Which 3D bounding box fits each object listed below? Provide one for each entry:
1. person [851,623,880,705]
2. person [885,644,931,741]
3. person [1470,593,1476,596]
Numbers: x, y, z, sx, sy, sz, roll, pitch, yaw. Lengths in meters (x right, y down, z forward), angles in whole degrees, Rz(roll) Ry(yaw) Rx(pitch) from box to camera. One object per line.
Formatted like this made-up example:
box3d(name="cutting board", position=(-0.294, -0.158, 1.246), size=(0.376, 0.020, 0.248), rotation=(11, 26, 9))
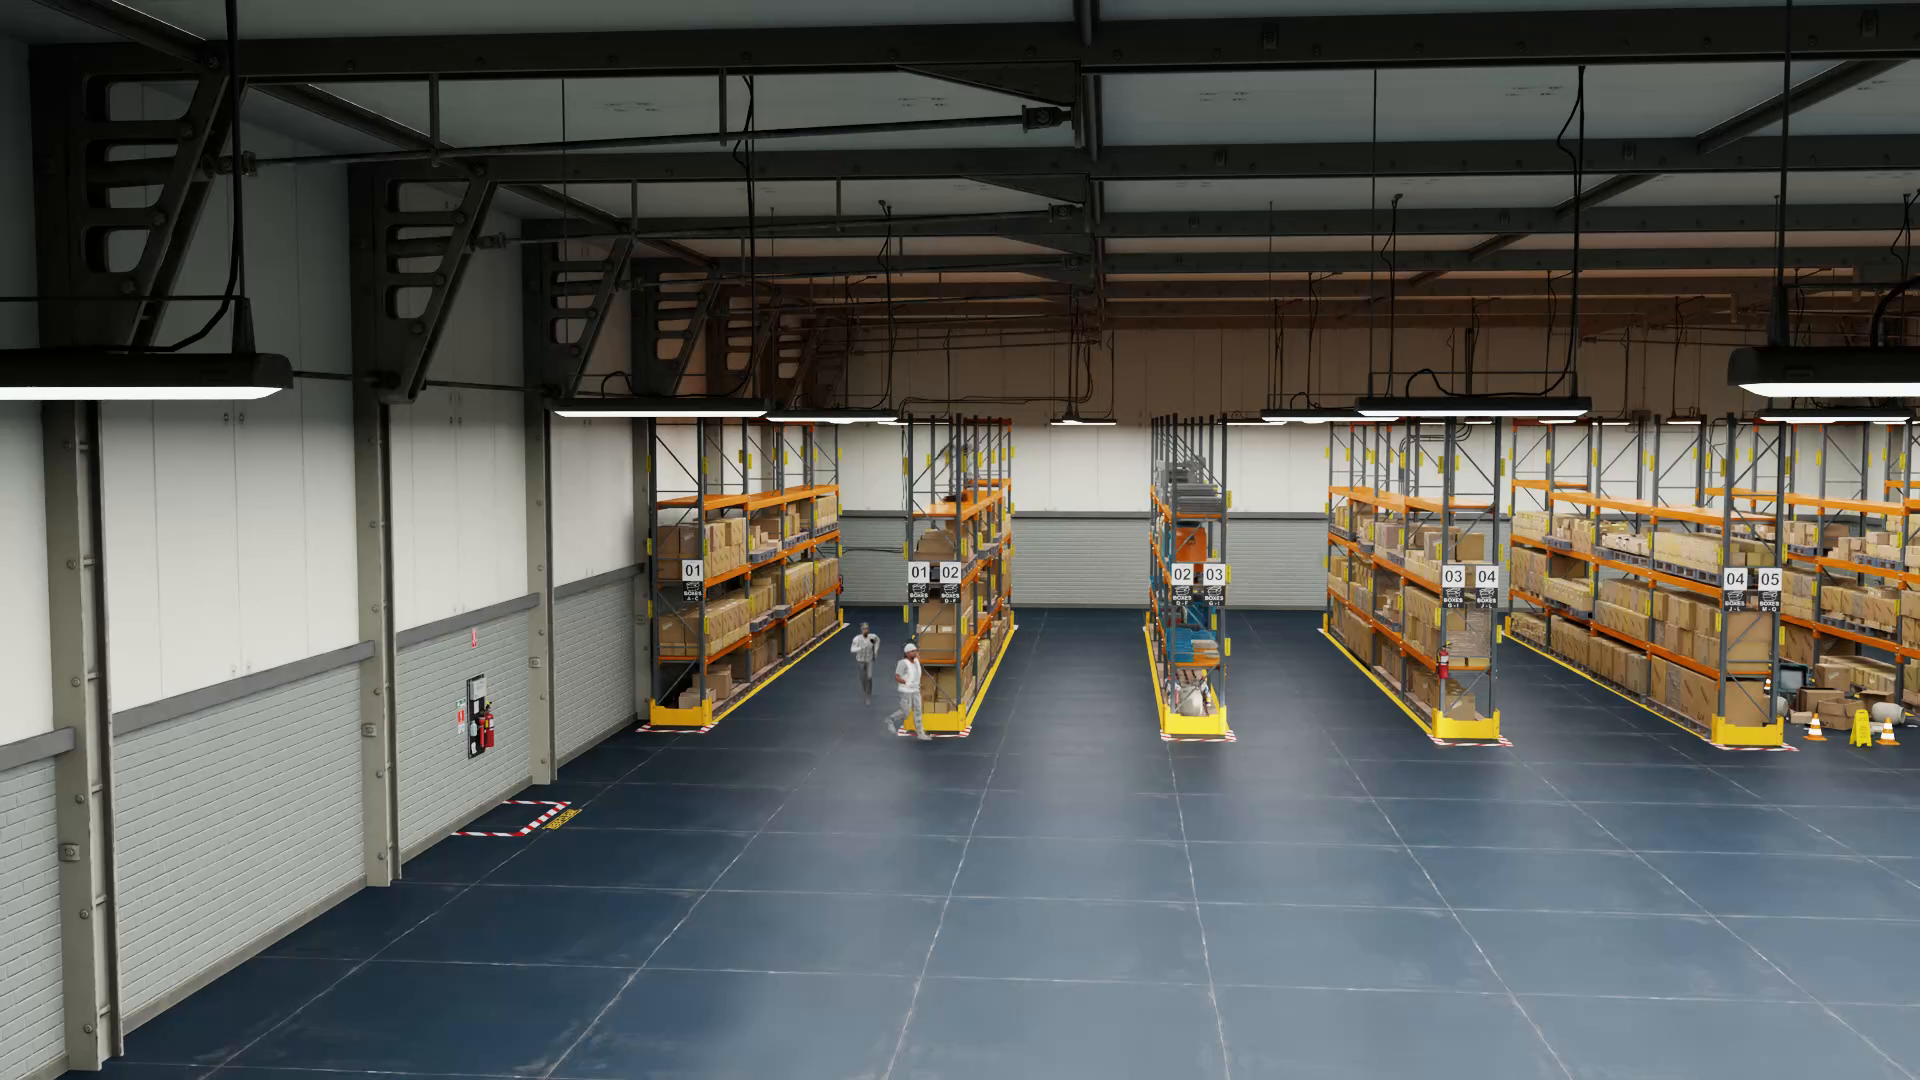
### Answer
box3d(name="person", position=(-1.969, 2.568, 34.641), size=(0.592, 1.752, 0.829), rotation=(0, 4, -2))
box3d(name="person", position=(-0.940, 2.771, 30.424), size=(1.012, 1.767, 0.667), rotation=(3, 5, 37))
box3d(name="person", position=(13.897, 1.835, 45.493), size=(0.682, 1.686, 0.601), rotation=(1, 4, 17))
